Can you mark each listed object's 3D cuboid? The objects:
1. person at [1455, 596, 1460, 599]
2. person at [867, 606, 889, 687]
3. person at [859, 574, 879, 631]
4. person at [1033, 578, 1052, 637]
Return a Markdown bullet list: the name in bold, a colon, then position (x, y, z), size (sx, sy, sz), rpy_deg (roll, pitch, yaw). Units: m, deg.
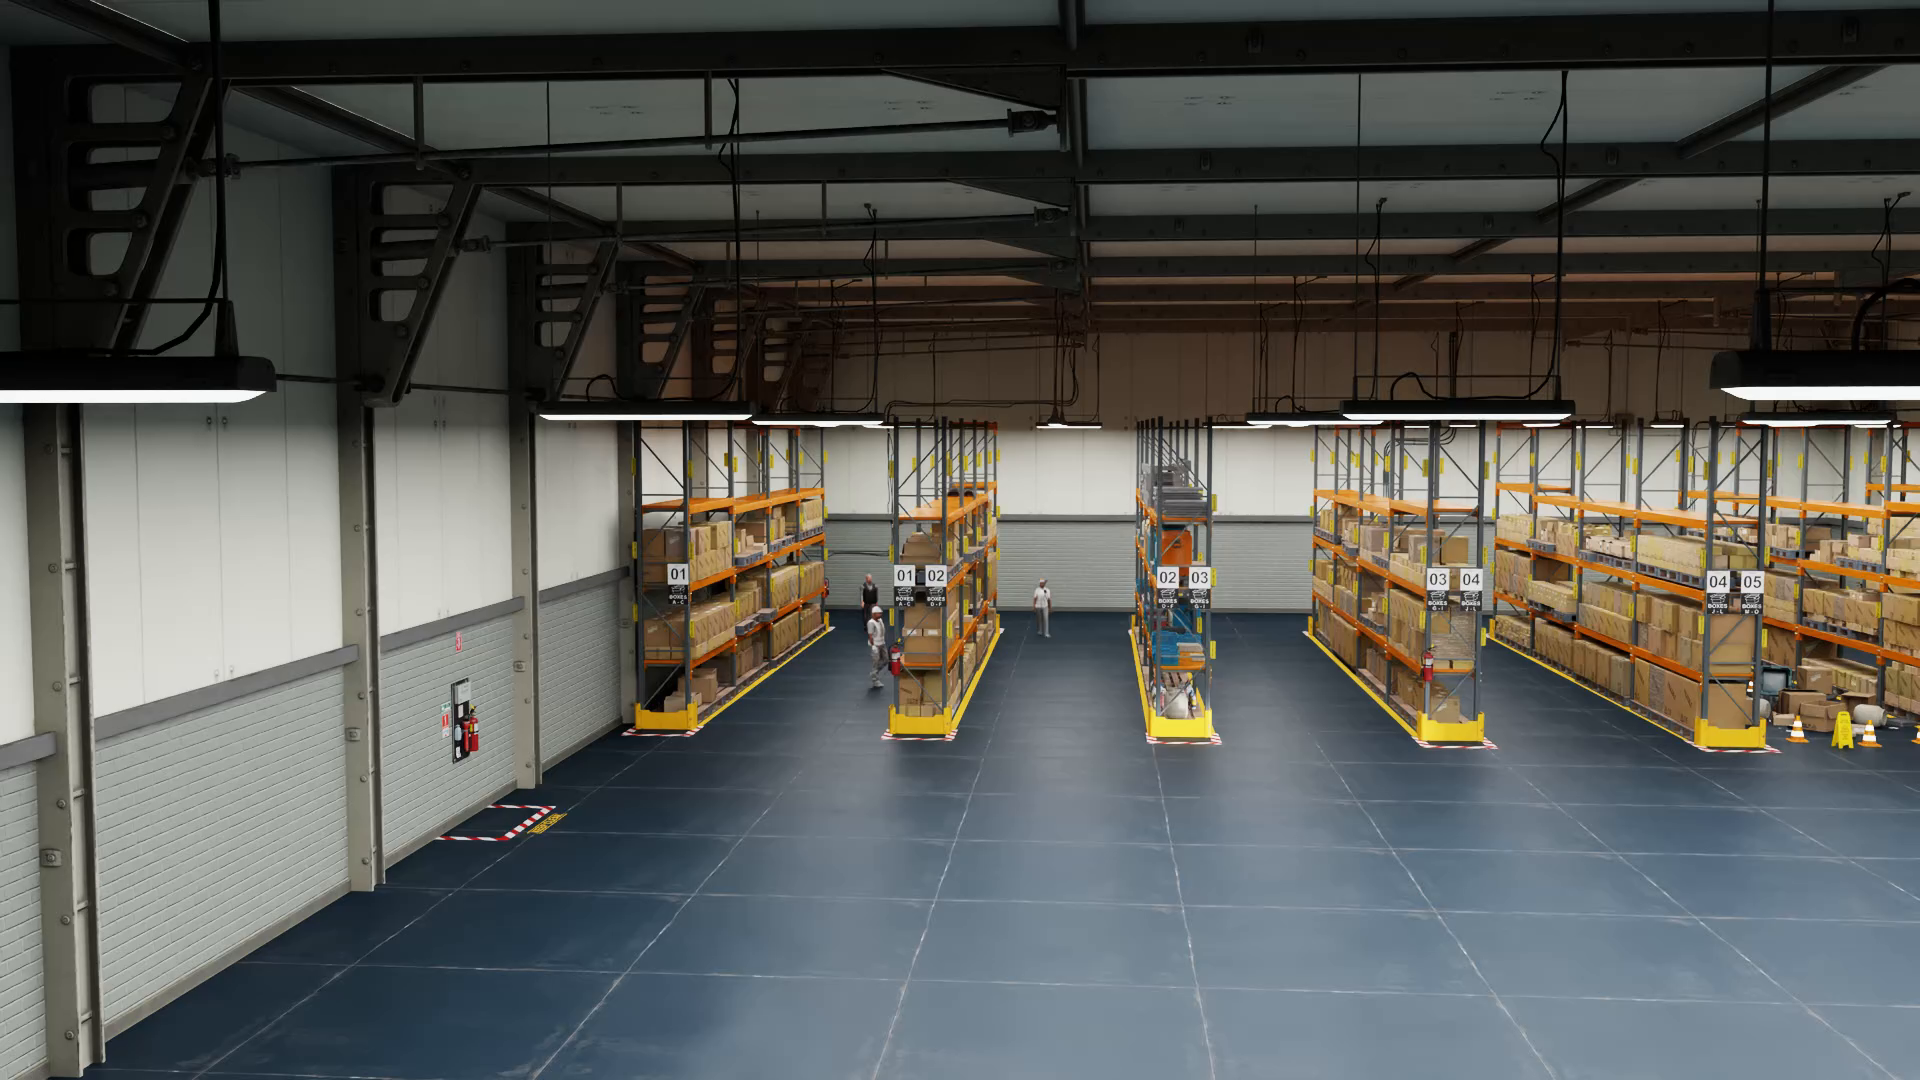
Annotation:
- **person**: position (12.026, 2.224, 40.544), size (0.584, 1.749, 0.589), rpy_deg (-2, 4, -33)
- **person**: position (-1.839, 2.383, 37.402), size (0.548, 1.782, 0.707), rpy_deg (2, 4, 27)
- **person**: position (-2.572, 1.815, 47.040), size (0.549, 1.675, 1.018), rpy_deg (0, 4, -4)
- **person**: position (2.293, 1.862, 46.304), size (0.522, 1.616, 1.039), rpy_deg (0, 4, 3)
